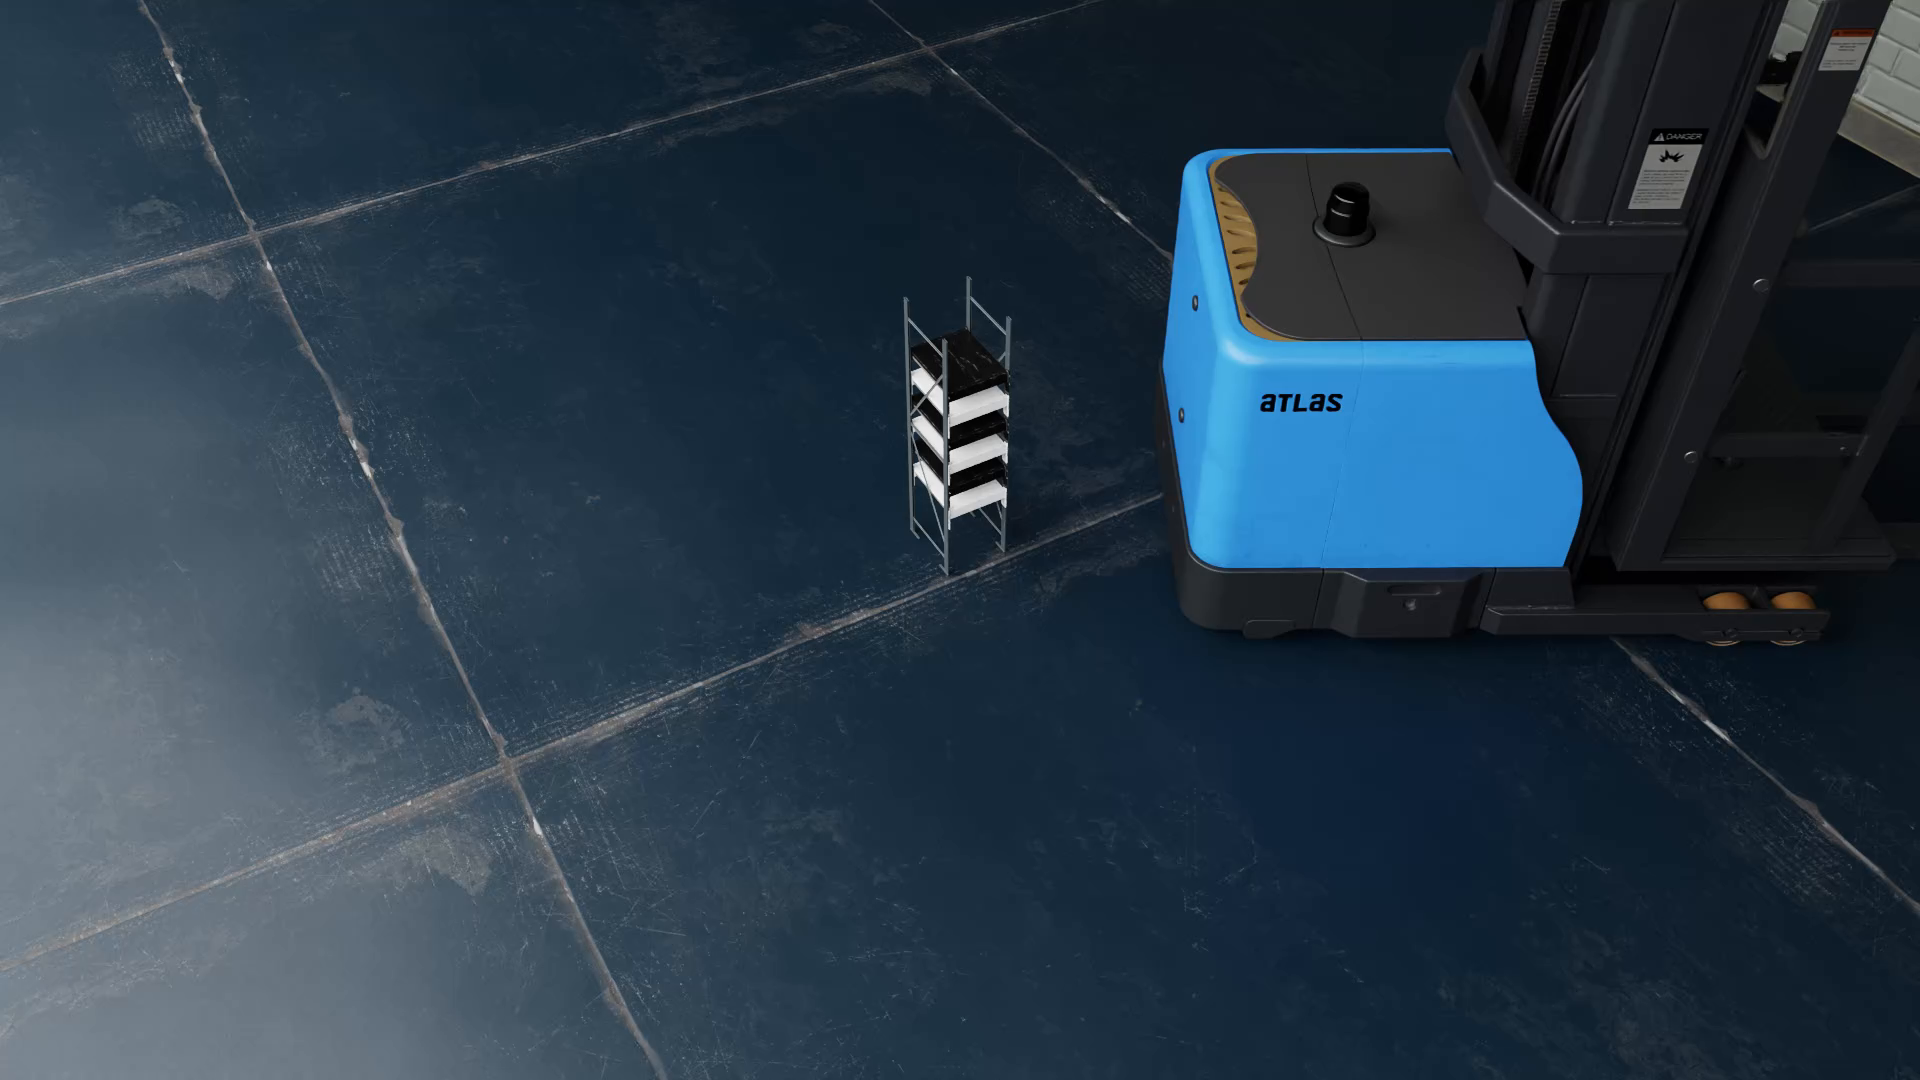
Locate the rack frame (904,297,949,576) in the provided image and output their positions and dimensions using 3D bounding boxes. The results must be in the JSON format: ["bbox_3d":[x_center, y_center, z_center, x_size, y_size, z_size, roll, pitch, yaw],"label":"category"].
[{"bbox_3d":[-0.095,-0.285,4.897,0.006,0.900,0.240,-22,48,-21],"label":"rack frame"}]

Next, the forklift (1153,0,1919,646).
[{"bbox_3d":[2.162,-1.110,4.289,3.031,2.935,1.130,0,44,0],"label":"forklift"}]

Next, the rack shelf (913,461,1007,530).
[{"bbox_3d":[-0.007,-0.167,5.082,0.200,0.077,0.258,-22,48,-21],"label":"rack shelf"}]

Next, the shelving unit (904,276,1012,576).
[{"bbox_3d":[-0.007,-0.320,4.934,0.210,0.900,0.258,-22,48,-21],"label":"shelving unit"}]

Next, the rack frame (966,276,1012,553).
[{"bbox_3d":[0.081,-0.355,4.970,0.006,0.900,0.240,-22,48,-21],"label":"rack frame"}]

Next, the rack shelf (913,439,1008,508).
[{"bbox_3d":[-0.007,-0.232,5.020,0.200,0.077,0.258,-22,48,-21],"label":"rack shelf"}]

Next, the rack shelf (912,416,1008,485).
[{"bbox_3d":[-0.007,-0.296,4.957,0.200,0.077,0.258,-22,48,-21],"label":"rack shelf"}]

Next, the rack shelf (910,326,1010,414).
[{"bbox_3d":[-0.007,-0.490,4.769,0.200,0.077,0.258,-22,48,-21],"label":"rack shelf"}]

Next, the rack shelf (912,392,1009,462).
[{"bbox_3d":[-0.007,-0.361,4.894,0.200,0.077,0.258,-22,48,-21],"label":"rack shelf"}]

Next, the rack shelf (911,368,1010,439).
[{"bbox_3d":[-0.007,-0.425,4.832,0.200,0.077,0.258,-22,48,-21],"label":"rack shelf"}]
